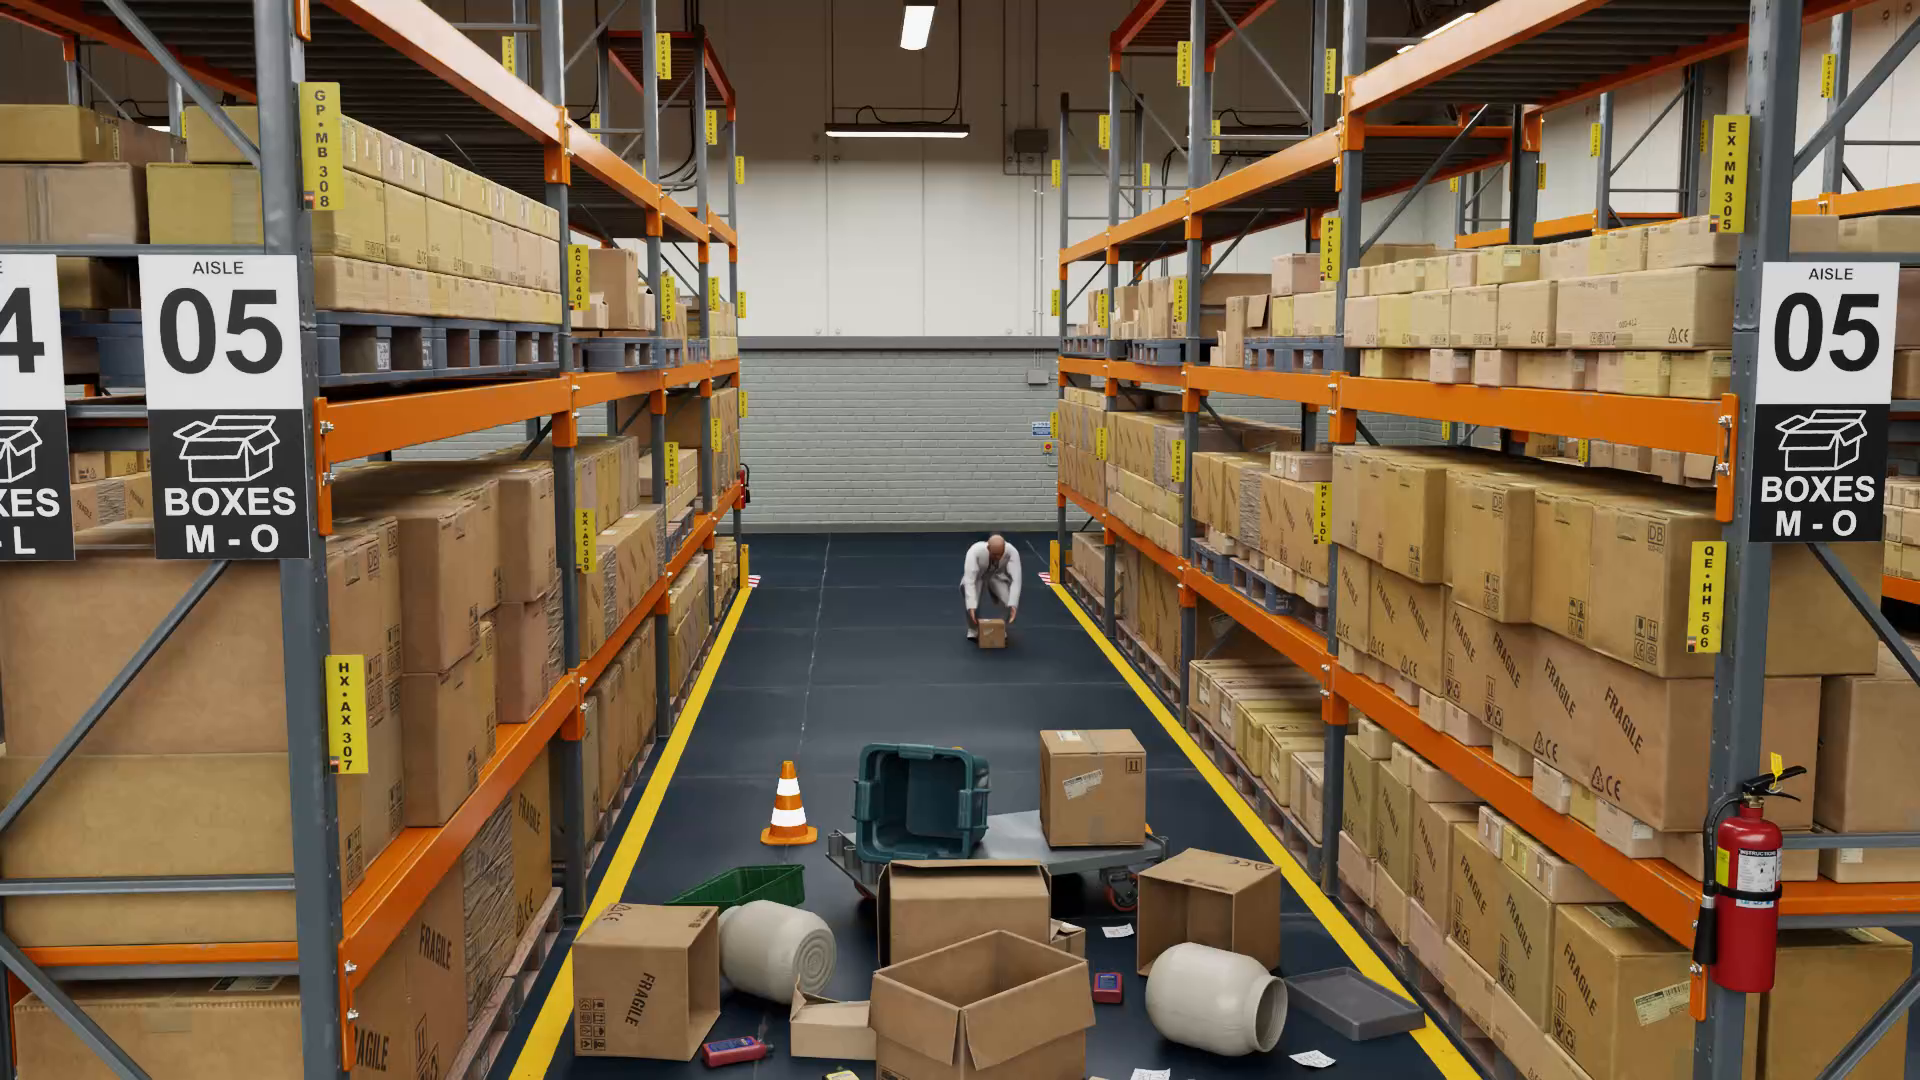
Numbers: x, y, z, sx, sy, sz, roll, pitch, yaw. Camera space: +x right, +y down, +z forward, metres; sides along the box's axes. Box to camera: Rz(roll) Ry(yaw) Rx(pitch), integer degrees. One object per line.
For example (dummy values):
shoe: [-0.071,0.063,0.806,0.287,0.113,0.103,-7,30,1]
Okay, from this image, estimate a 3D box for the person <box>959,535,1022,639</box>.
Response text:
person: [0.303,0.456,16.832,0.617,1.098,0.867,0,7,-4]
